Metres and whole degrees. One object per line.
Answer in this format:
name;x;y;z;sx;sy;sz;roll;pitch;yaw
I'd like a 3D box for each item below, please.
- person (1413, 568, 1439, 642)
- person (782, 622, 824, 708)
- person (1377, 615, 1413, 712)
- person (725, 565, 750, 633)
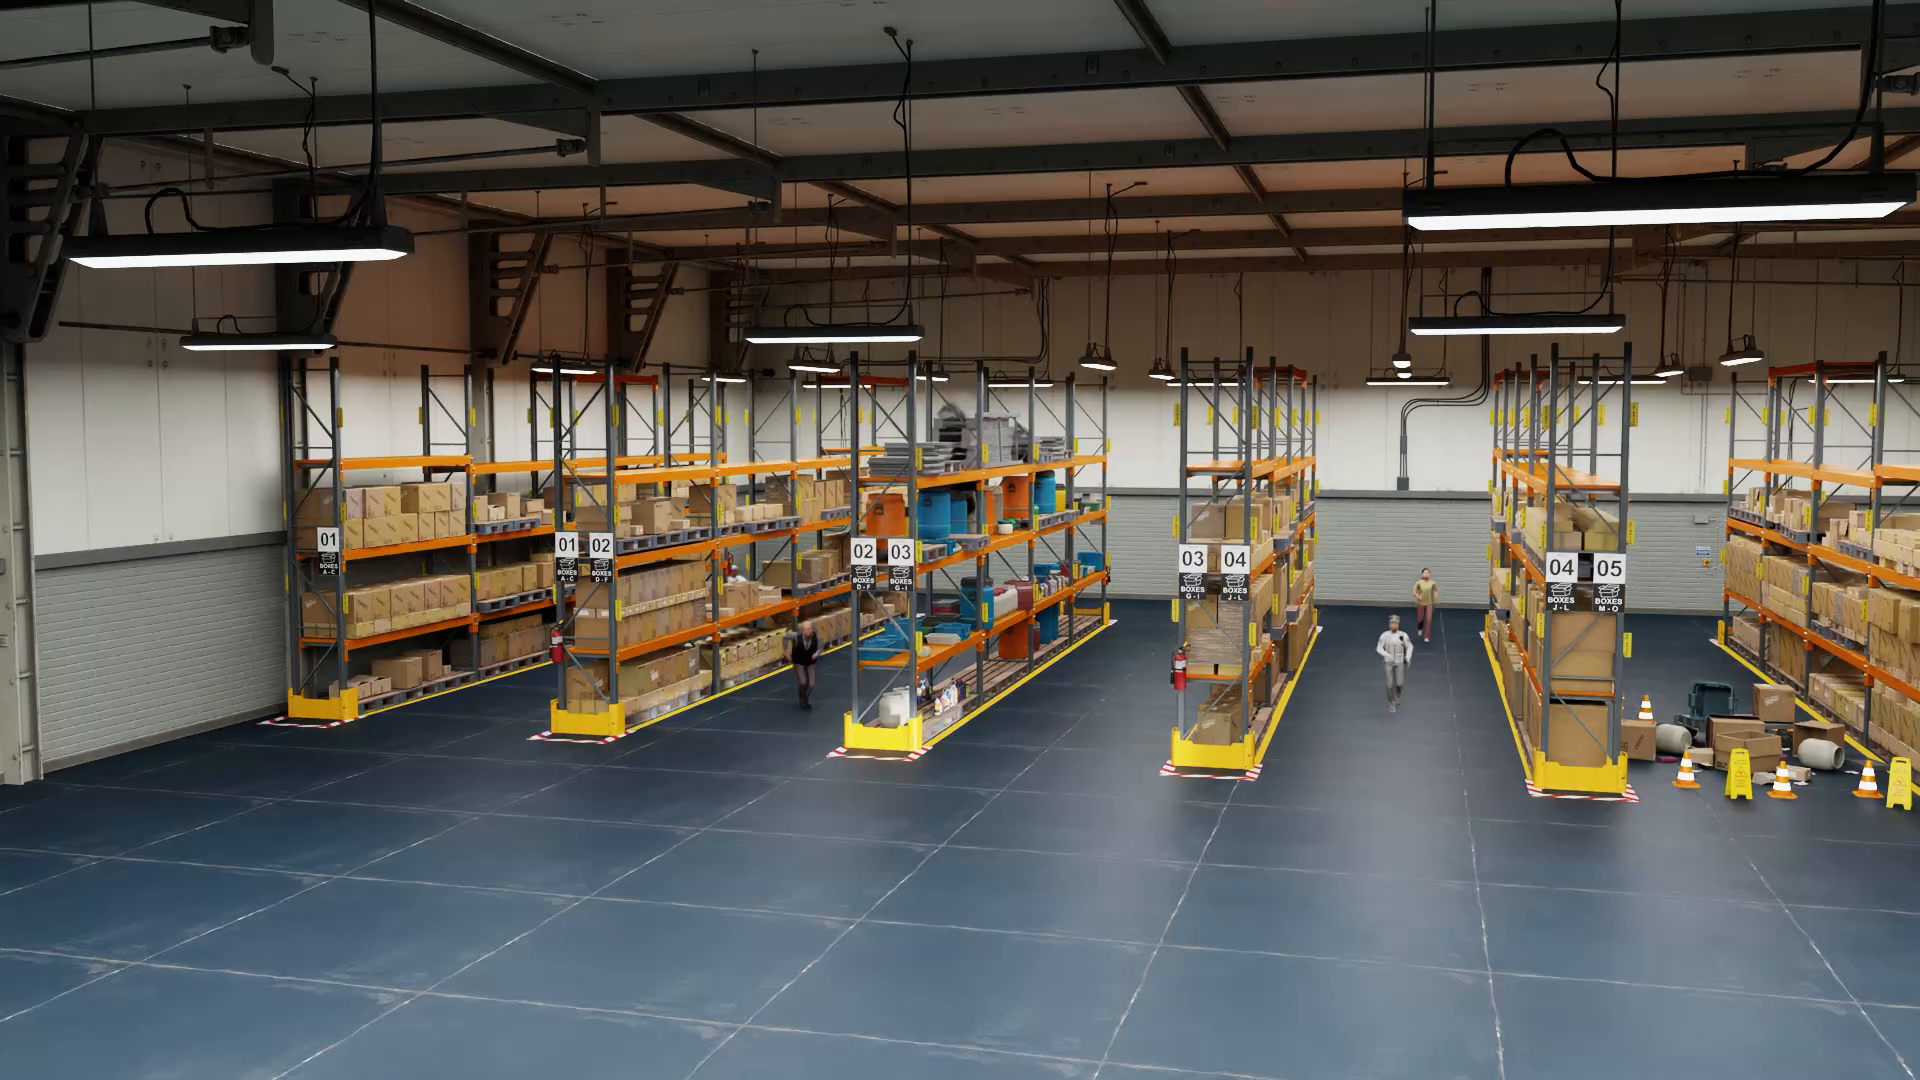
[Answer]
person;10.451;1.454;37.295;0.588;1.619;0.758;1;4;10
person;-2.685;2.141;28.444;0.684;1.549;0.867;-1;4;-14
person;7.391;2.105;28.272;0.605;1.654;0.529;1;4;13
person;-5.052;1.425;37.813;0.559;1.697;1.026;1;4;14
